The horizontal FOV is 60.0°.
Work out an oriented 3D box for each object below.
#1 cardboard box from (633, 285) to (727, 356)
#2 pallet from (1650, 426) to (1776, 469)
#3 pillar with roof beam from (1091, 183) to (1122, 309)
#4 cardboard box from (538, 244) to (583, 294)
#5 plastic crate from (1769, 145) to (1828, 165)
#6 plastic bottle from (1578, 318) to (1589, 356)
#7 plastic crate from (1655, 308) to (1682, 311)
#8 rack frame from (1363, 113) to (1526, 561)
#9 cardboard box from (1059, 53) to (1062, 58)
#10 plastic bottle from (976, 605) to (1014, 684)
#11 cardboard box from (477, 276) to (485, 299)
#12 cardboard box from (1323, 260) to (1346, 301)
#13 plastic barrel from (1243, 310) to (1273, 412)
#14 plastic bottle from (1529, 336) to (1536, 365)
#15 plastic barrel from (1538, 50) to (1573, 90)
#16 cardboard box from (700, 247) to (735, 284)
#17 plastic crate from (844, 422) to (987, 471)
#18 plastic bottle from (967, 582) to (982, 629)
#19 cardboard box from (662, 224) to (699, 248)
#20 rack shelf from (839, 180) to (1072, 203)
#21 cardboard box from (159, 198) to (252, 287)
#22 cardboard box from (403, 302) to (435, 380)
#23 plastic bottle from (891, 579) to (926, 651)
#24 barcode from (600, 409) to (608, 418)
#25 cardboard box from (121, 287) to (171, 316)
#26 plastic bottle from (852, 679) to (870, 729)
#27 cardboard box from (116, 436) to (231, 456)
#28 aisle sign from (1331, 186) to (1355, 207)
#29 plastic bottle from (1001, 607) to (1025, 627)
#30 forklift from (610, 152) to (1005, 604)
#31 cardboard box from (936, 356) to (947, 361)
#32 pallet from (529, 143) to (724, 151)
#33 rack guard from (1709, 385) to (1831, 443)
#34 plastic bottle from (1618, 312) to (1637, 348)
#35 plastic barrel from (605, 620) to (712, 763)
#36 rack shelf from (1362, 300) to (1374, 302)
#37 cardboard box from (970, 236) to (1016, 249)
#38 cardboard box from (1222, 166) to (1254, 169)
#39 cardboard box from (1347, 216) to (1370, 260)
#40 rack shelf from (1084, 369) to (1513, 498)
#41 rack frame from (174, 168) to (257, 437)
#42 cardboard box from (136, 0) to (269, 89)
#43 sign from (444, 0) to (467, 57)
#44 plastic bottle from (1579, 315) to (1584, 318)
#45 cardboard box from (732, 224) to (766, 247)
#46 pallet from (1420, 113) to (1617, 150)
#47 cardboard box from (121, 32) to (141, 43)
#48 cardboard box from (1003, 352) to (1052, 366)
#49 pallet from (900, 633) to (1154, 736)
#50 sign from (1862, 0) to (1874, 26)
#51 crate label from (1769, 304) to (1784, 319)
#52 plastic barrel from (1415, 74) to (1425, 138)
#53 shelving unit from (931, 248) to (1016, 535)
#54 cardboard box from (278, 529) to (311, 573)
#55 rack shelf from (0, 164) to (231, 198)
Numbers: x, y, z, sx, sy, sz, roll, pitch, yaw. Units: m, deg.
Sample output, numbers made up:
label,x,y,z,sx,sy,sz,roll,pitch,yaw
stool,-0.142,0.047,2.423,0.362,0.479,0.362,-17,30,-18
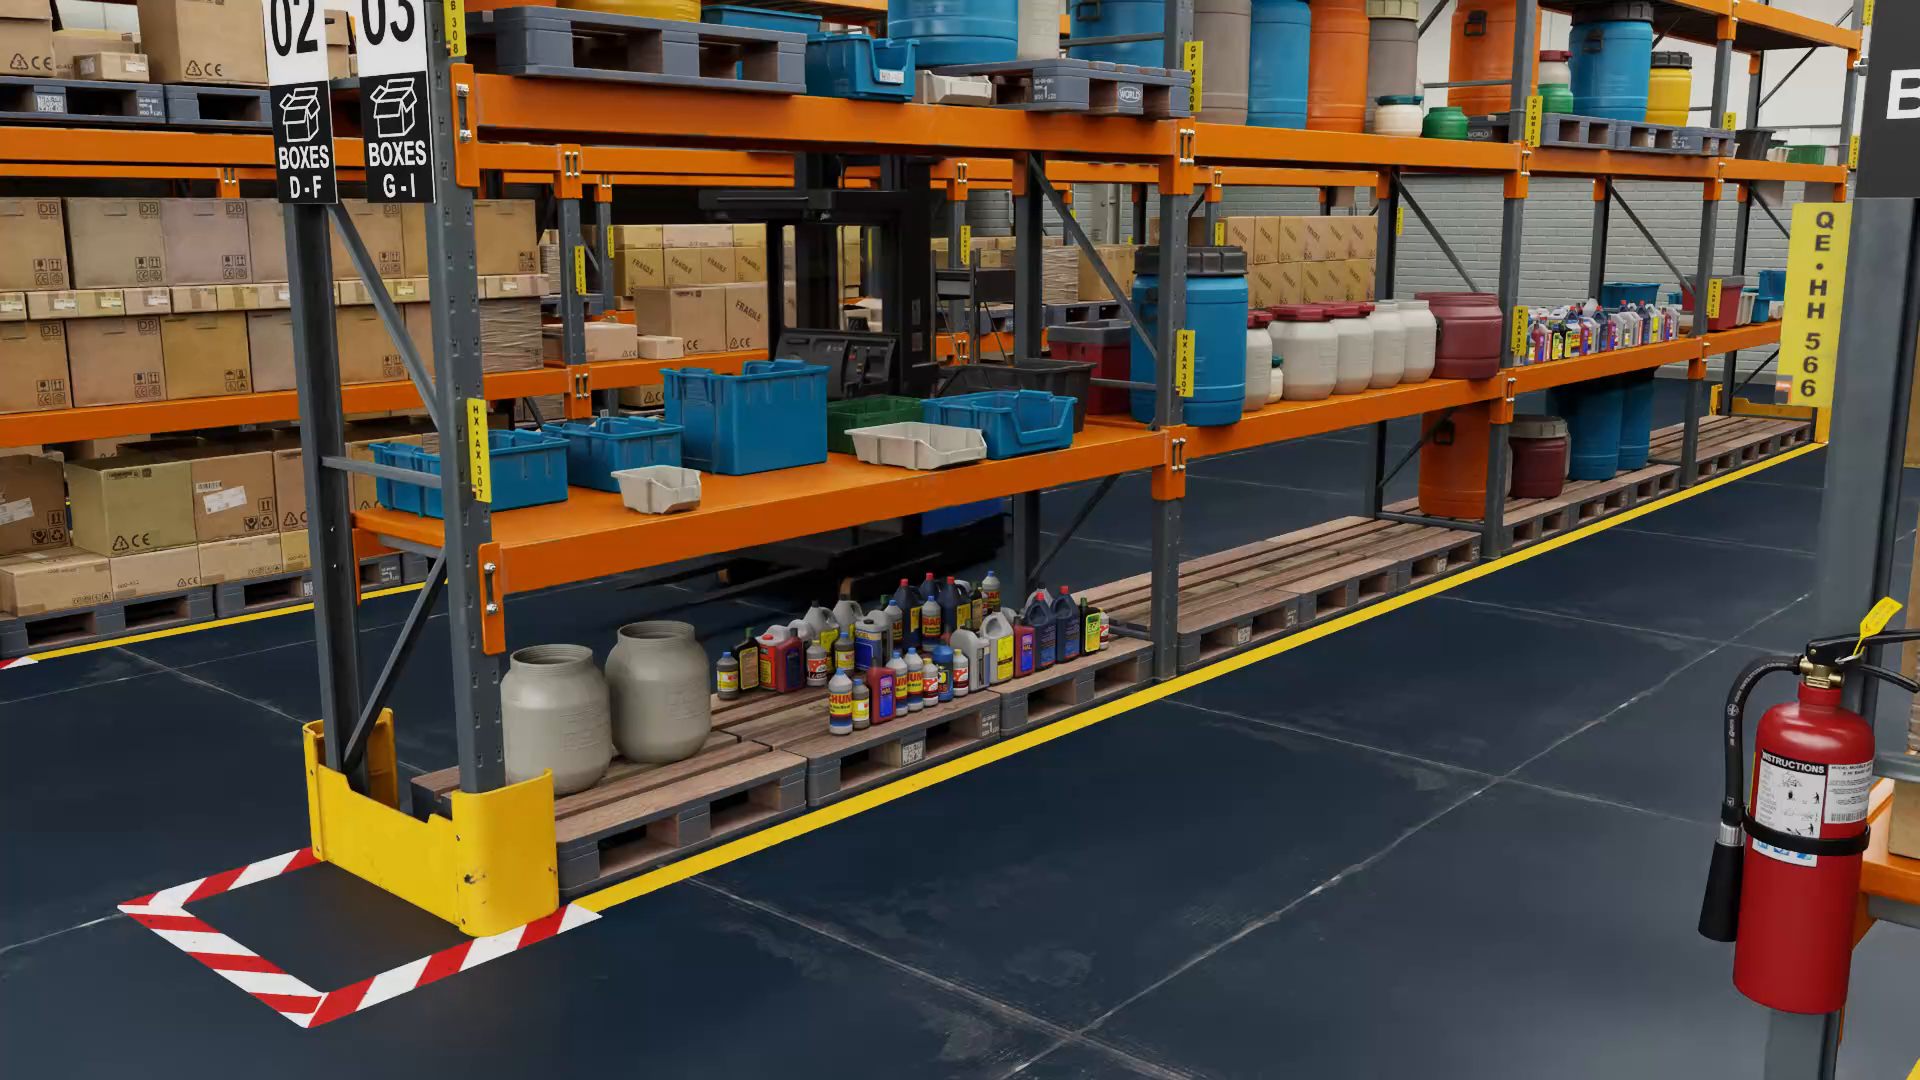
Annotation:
label,x,y,z,sx,sy,sz,roll,pitch,yaw
cardboard box,-2.146,-1.688,12.747,0.500,0.500,0.500,-11,16,-43
pallet,7.248,-0.912,16.240,1.003,0.211,1.213,10,15,40
pillar with roof beam,5.552,-6.750,23.031,9.100,9.000,0.400,10,15,40
cardboard box,-4.398,-2.873,17.558,0.700,0.500,0.500,8,14,34
plastic crate,8.191,-3.760,16.259,0.450,0.188,0.336,10,15,40
plastic bottle,4.672,-1.526,12.493,0.061,0.283,0.133,10,15,40
plastic crate,6.524,-2.080,15.517,0.437,0.125,0.590,10,15,40
rack frame,3.346,-1.398,11.551,1.000,3.000,0.127,10,15,40
cardboard box,0.594,-4.262,15.427,0.500,0.500,0.500,10,15,40
plastic bottle,0.157,0.482,7.780,0.144,0.351,0.185,10,15,40
cardboard box,-3.367,-1.675,11.026,0.380,0.149,0.250,9,15,39
cardboard box,4.144,-3.014,19.388,0.500,0.500,0.500,10,15,41
plastic barrel,1.502,-0.988,9.154,0.433,0.535,0.433,0,11,0
plastic bottle,4.036,-1.350,11.819,0.097,0.201,0.097,0,11,0
plastic barrel,4.403,-3.422,12.606,0.433,0.535,0.433,0,11,0
cardboard box,-2.902,-3.070,18.860,0.500,0.500,0.500,10,15,40
plastic crate,-0.176,-0.408,7.270,0.530,0.136,0.437,10,15,40
plastic bottle,0.054,0.362,8.552,0.061,0.283,0.133,10,15,40
cardboard box,-3.248,-3.364,18.413,0.500,0.250,0.500,9,15,40
rack shelf,-0.135,-4.680,22.160,1.077,0.370,4.000,10,15,40
cardboard box,-4.625,-1.774,9.867,0.700,0.500,0.500,10,15,41
cardboard box,-3.644,-1.355,11.080,0.700,0.500,0.500,10,15,40
plastic bottle,-0.263,0.367,8.356,0.144,0.351,0.185,9,14,38
barcode,-2.531,-0.895,11.840,0.001,0.075,0.075,10,15,40
cardboard box,-4.726,-1.371,9.507,0.380,0.149,0.250,9,15,39
plastic bottle,-0.435,0.694,7.099,0.097,0.201,0.097,0,11,0
cardboard box,-4.873,-0.353,10.355,0.500,0.500,0.500,10,15,40
aisle sign,4.733,-4.539,20.639,0.394,0.787,0.004,10,15,40
plastic bottle,0.243,0.456,8.103,0.152,0.276,0.135,10,15,40
forklift,-0.921,-1.149,10.480,1.130,2.935,3.031,7,13,33
cardboard box,-0.550,-2.417,21.966,0.700,0.500,0.500,10,15,40
pallet,-2.440,-2.959,12.196,0.805,0.209,1.217,9,14,38
rack guard,8.633,-1.354,17.715,1.175,0.500,0.348,10,15,40
plastic bottle,5.306,-1.678,13.270,0.152,0.276,0.135,10,15,40
plastic barrel,-1.227,0.613,6.764,0.421,0.512,0.421,0,11,0
rack shelf,3.589,-2.569,19.250,1.077,0.370,4.000,10,15,40
cardboard box,0.384,-3.818,22.902,0.980,0.700,0.700,10,15,40
cardboard box,2.775,-4.064,17.625,0.500,0.250,0.500,10,15,40
cardboard box,4.489,-3.580,19.667,0.500,0.500,0.500,10,15,42
rack shelf,2.026,-0.751,10.148,1.077,0.370,4.000,10,15,40
rack frame,-6.736,-2.090,15.017,1.000,3.000,0.127,10,15,40
cardboard box,-4.351,-2.865,9.555,0.500,0.500,0.500,10,15,40
sign,-1.524,-1.624,5.004,0.100,0.325,0.005,10,15,40
plastic bottle,5.259,-1.803,14.086,0.097,0.201,0.097,0,11,0
cardboard box,-2.589,-3.514,19.164,0.500,0.250,0.500,9,15,39
pallet,3.925,-2.876,11.775,1.003,0.211,1.213,10,15,40
cardboard box,-6.863,-4.001,14.069,0.500,0.500,0.500,8,14,36
cardboard box,0.775,-1.724,16.530,0.500,0.250,0.500,9,15,39
pallet,0.231,0.652,8.410,1.003,0.211,1.213,10,15,40
sign,9.051,-5.290,16.543,0.100,0.325,0.005,10,15,40
crate label,7.857,-2.247,16.321,0.396,0.136,0.243,10,15,40
plastic barrel,2.911,-2.917,11.215,0.421,0.512,0.421,0,11,0
shelving unit,0.109,-1.054,12.127,0.431,2.100,0.503,10,15,40
cardboard box,-4.140,0.010,10.450,0.500,0.250,0.500,10,15,40
rack shelf,-8.056,-2.914,13.321,1.077,0.370,4.000,10,15,40
